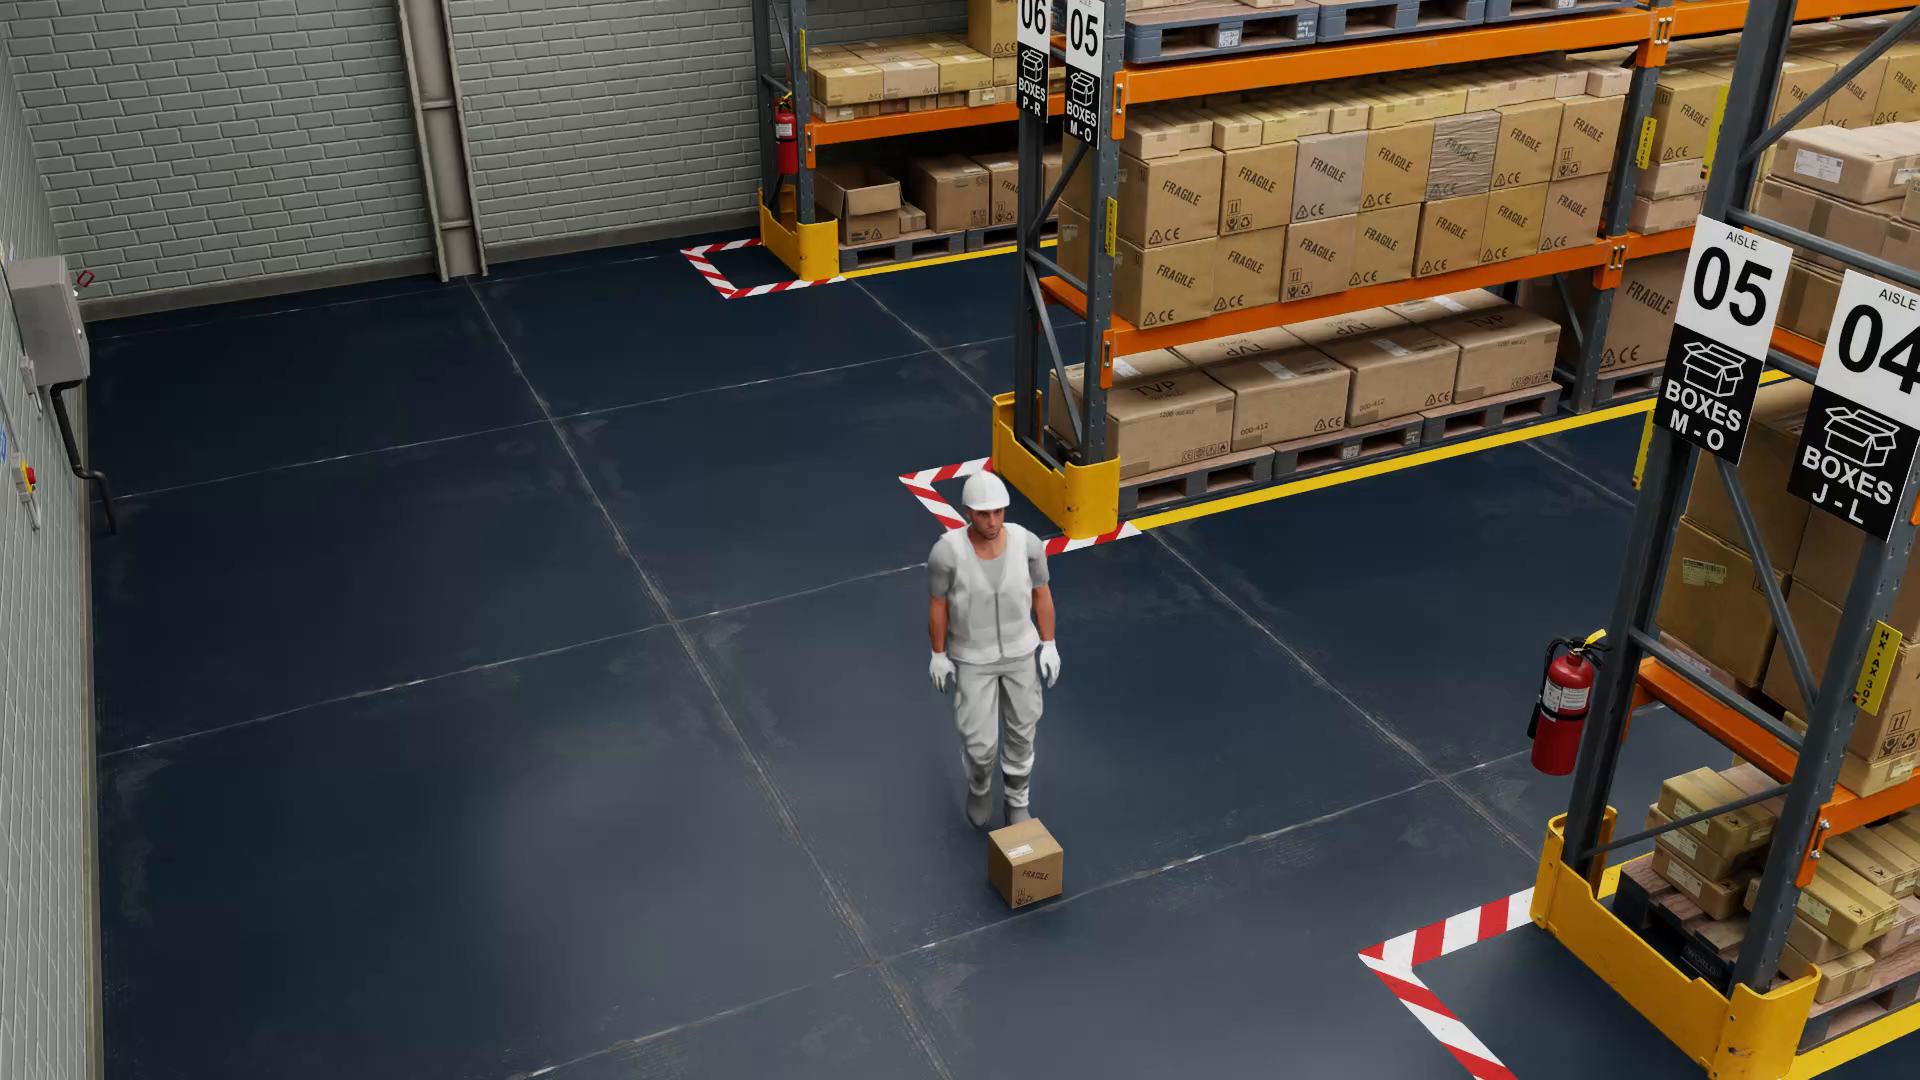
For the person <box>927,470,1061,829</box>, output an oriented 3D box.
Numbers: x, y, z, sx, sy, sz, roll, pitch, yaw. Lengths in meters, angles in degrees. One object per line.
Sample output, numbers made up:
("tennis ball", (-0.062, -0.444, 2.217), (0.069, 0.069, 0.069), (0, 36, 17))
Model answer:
("person", (0.169, 0.545, 7.421), (0.584, 1.787, 0.504), (-8, 30, -14))
